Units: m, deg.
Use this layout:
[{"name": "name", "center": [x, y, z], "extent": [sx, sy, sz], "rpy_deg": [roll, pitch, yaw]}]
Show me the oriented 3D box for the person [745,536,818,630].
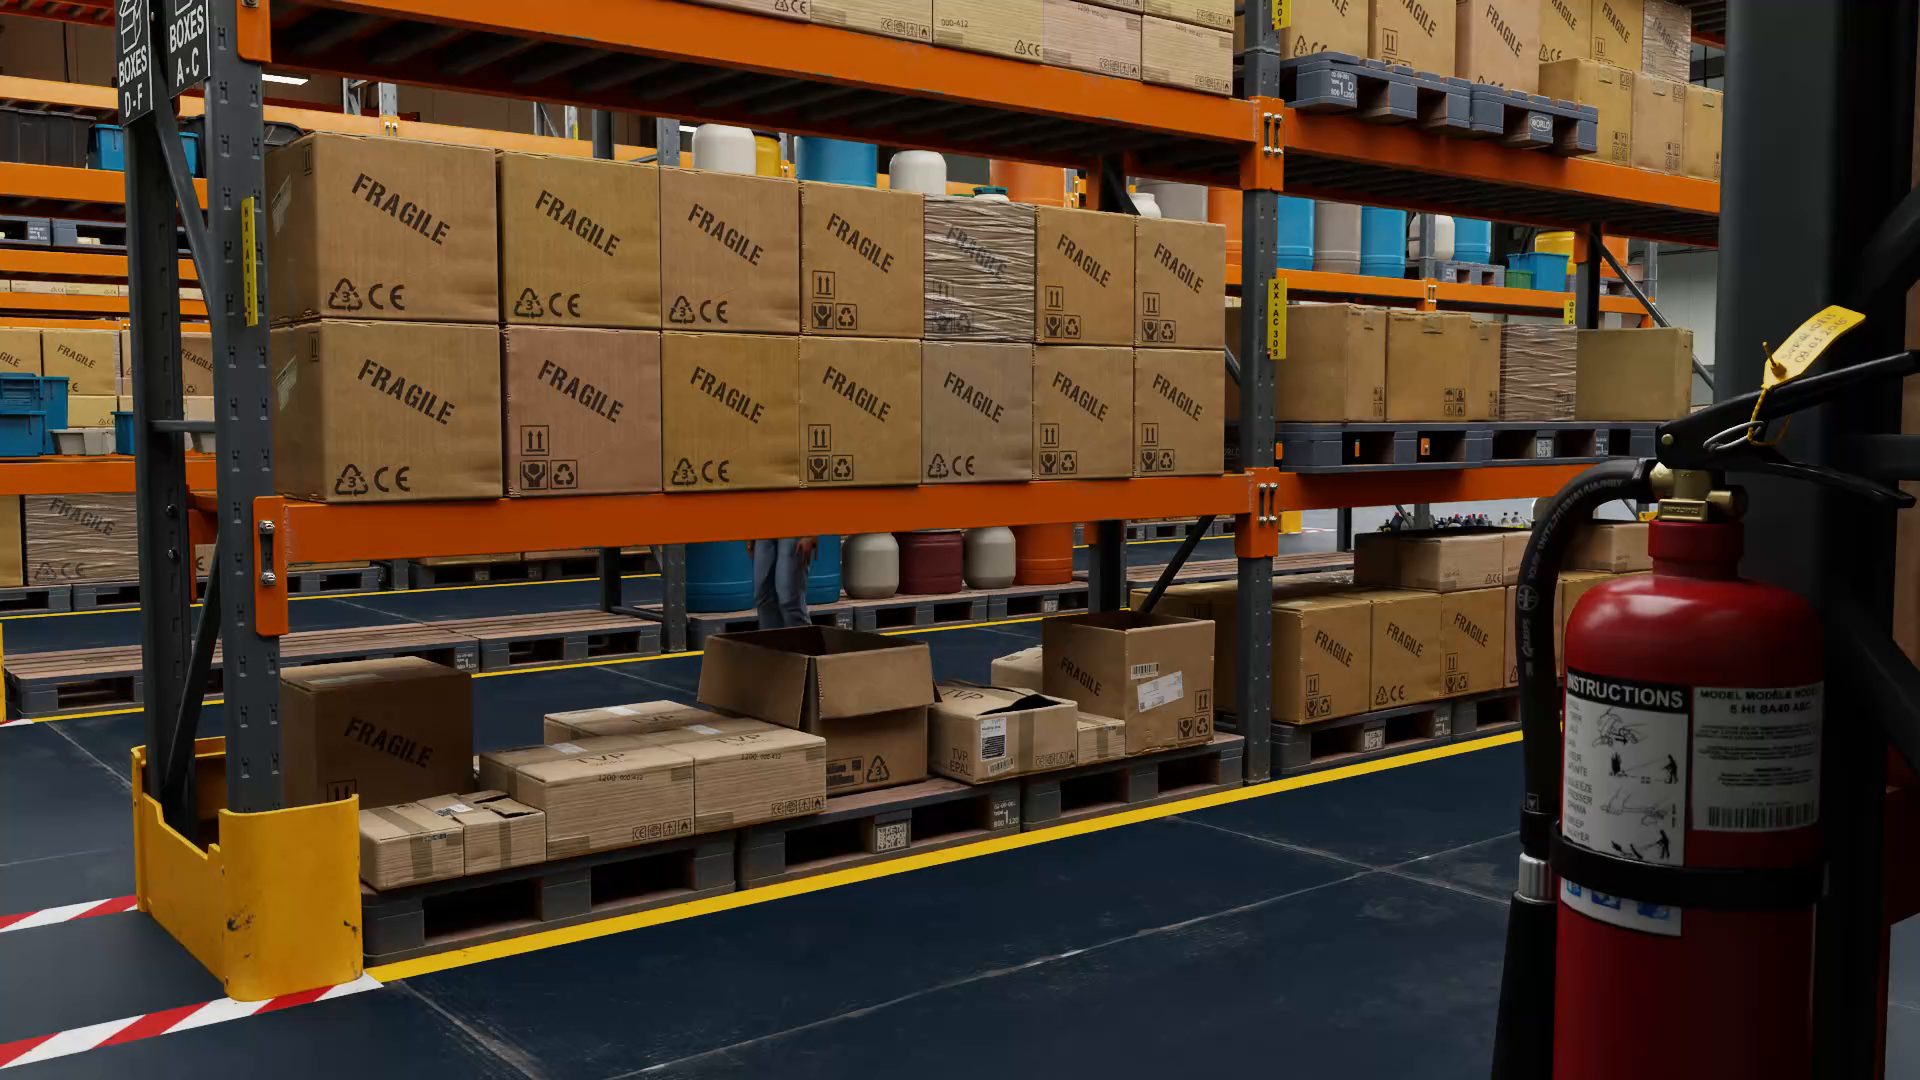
[{"name": "person", "center": [-10.809, -4.152, 15.873], "extent": [6.255, 9.002, 23.604], "rpy_deg": [-4, 6, -41]}]
